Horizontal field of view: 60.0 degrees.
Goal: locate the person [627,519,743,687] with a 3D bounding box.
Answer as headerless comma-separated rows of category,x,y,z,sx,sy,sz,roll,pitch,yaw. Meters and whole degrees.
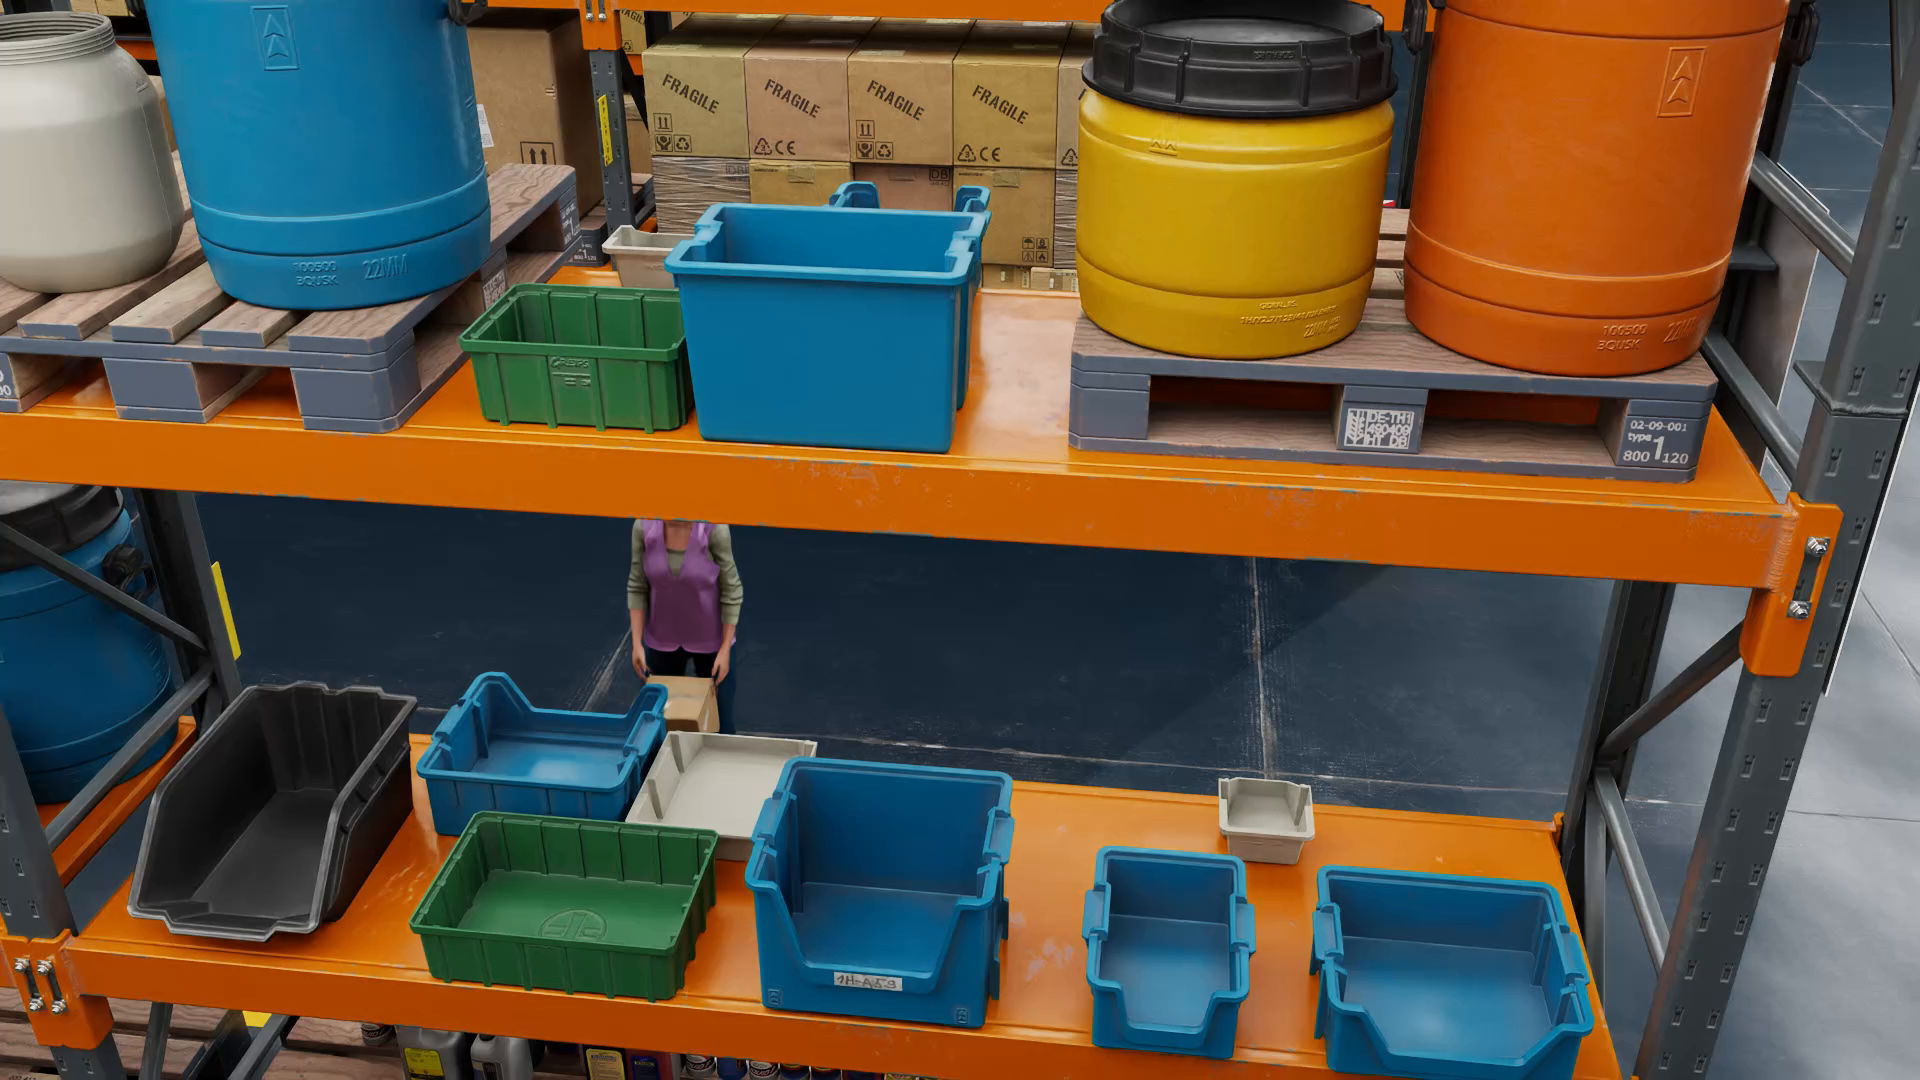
person,-1.042,0.414,6.385,0.447,1.591,0.332,3,29,5
